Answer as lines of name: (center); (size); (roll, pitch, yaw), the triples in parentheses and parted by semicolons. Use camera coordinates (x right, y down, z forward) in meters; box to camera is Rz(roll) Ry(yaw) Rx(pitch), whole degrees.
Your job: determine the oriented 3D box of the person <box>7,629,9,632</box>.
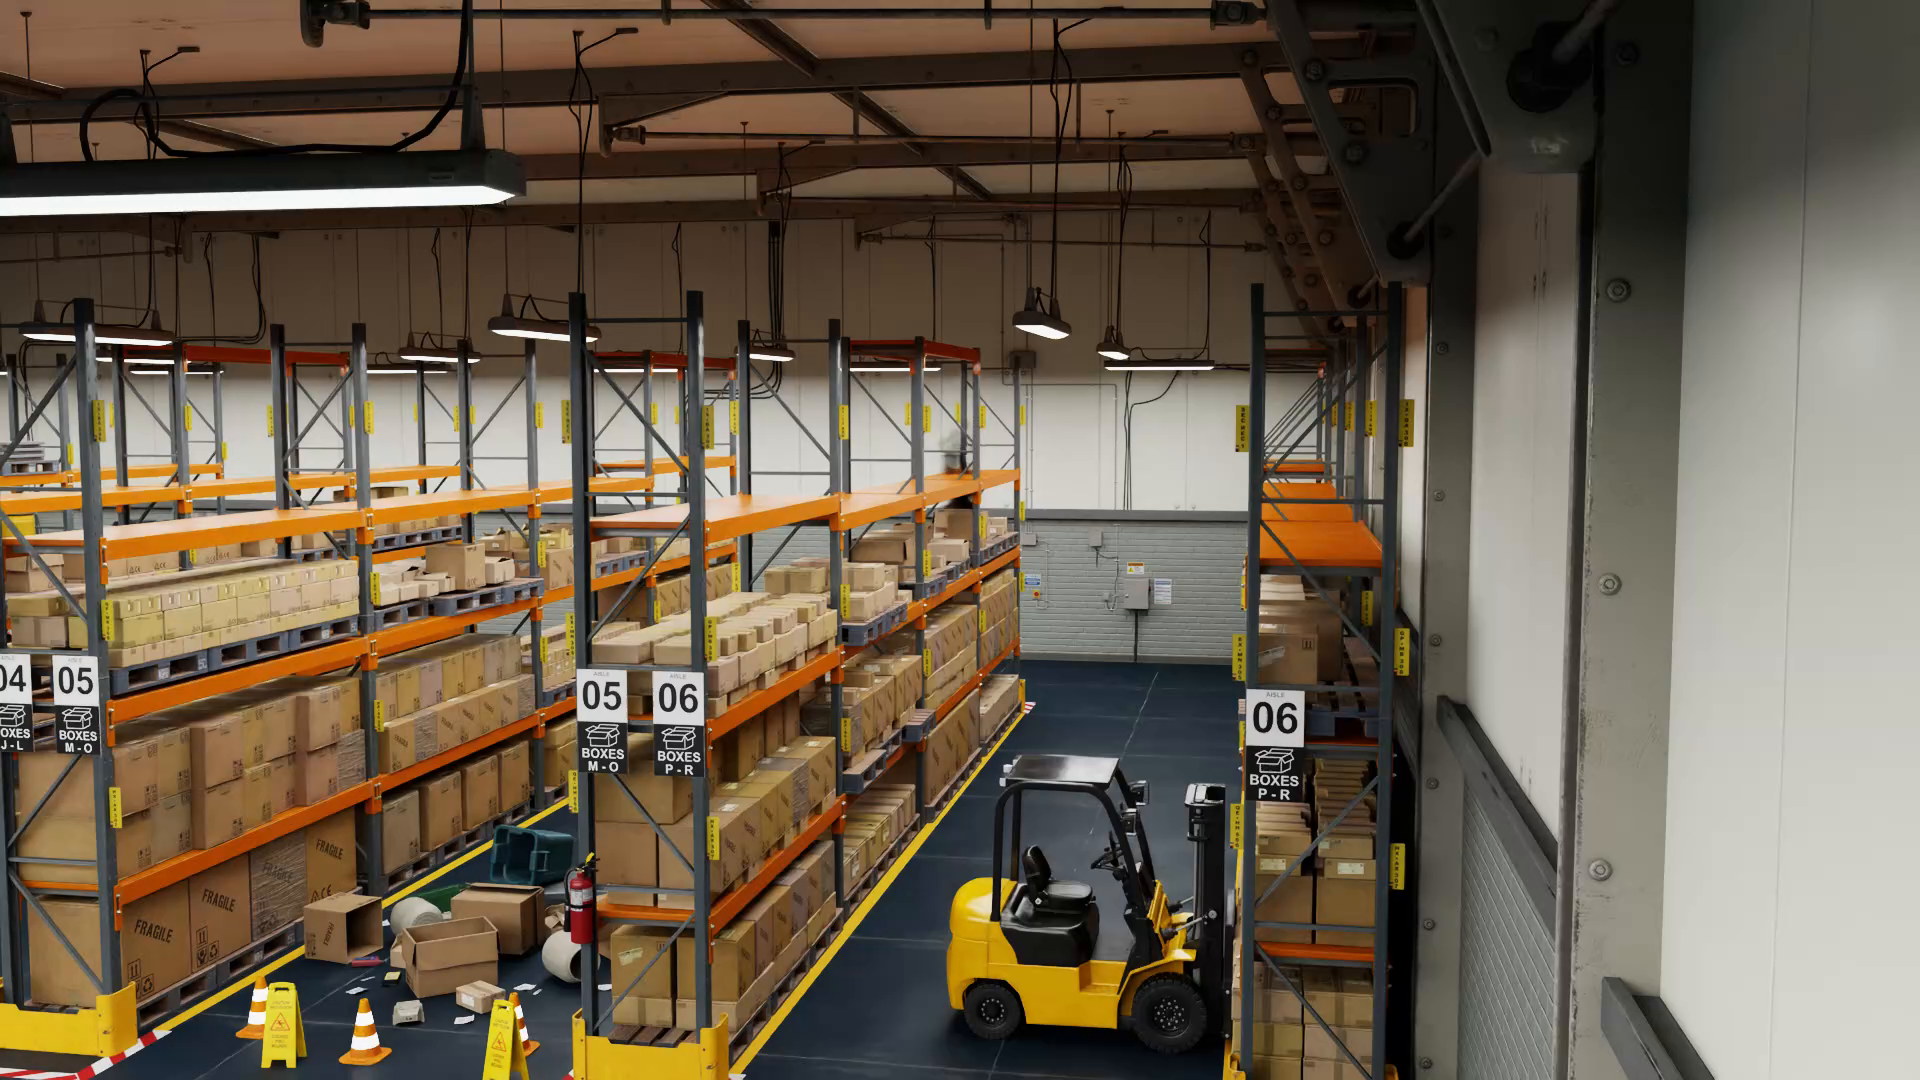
person: (-17.520, 1.835, 30.963); (0.653, 1.737, 0.674); (0, 5, -5)
